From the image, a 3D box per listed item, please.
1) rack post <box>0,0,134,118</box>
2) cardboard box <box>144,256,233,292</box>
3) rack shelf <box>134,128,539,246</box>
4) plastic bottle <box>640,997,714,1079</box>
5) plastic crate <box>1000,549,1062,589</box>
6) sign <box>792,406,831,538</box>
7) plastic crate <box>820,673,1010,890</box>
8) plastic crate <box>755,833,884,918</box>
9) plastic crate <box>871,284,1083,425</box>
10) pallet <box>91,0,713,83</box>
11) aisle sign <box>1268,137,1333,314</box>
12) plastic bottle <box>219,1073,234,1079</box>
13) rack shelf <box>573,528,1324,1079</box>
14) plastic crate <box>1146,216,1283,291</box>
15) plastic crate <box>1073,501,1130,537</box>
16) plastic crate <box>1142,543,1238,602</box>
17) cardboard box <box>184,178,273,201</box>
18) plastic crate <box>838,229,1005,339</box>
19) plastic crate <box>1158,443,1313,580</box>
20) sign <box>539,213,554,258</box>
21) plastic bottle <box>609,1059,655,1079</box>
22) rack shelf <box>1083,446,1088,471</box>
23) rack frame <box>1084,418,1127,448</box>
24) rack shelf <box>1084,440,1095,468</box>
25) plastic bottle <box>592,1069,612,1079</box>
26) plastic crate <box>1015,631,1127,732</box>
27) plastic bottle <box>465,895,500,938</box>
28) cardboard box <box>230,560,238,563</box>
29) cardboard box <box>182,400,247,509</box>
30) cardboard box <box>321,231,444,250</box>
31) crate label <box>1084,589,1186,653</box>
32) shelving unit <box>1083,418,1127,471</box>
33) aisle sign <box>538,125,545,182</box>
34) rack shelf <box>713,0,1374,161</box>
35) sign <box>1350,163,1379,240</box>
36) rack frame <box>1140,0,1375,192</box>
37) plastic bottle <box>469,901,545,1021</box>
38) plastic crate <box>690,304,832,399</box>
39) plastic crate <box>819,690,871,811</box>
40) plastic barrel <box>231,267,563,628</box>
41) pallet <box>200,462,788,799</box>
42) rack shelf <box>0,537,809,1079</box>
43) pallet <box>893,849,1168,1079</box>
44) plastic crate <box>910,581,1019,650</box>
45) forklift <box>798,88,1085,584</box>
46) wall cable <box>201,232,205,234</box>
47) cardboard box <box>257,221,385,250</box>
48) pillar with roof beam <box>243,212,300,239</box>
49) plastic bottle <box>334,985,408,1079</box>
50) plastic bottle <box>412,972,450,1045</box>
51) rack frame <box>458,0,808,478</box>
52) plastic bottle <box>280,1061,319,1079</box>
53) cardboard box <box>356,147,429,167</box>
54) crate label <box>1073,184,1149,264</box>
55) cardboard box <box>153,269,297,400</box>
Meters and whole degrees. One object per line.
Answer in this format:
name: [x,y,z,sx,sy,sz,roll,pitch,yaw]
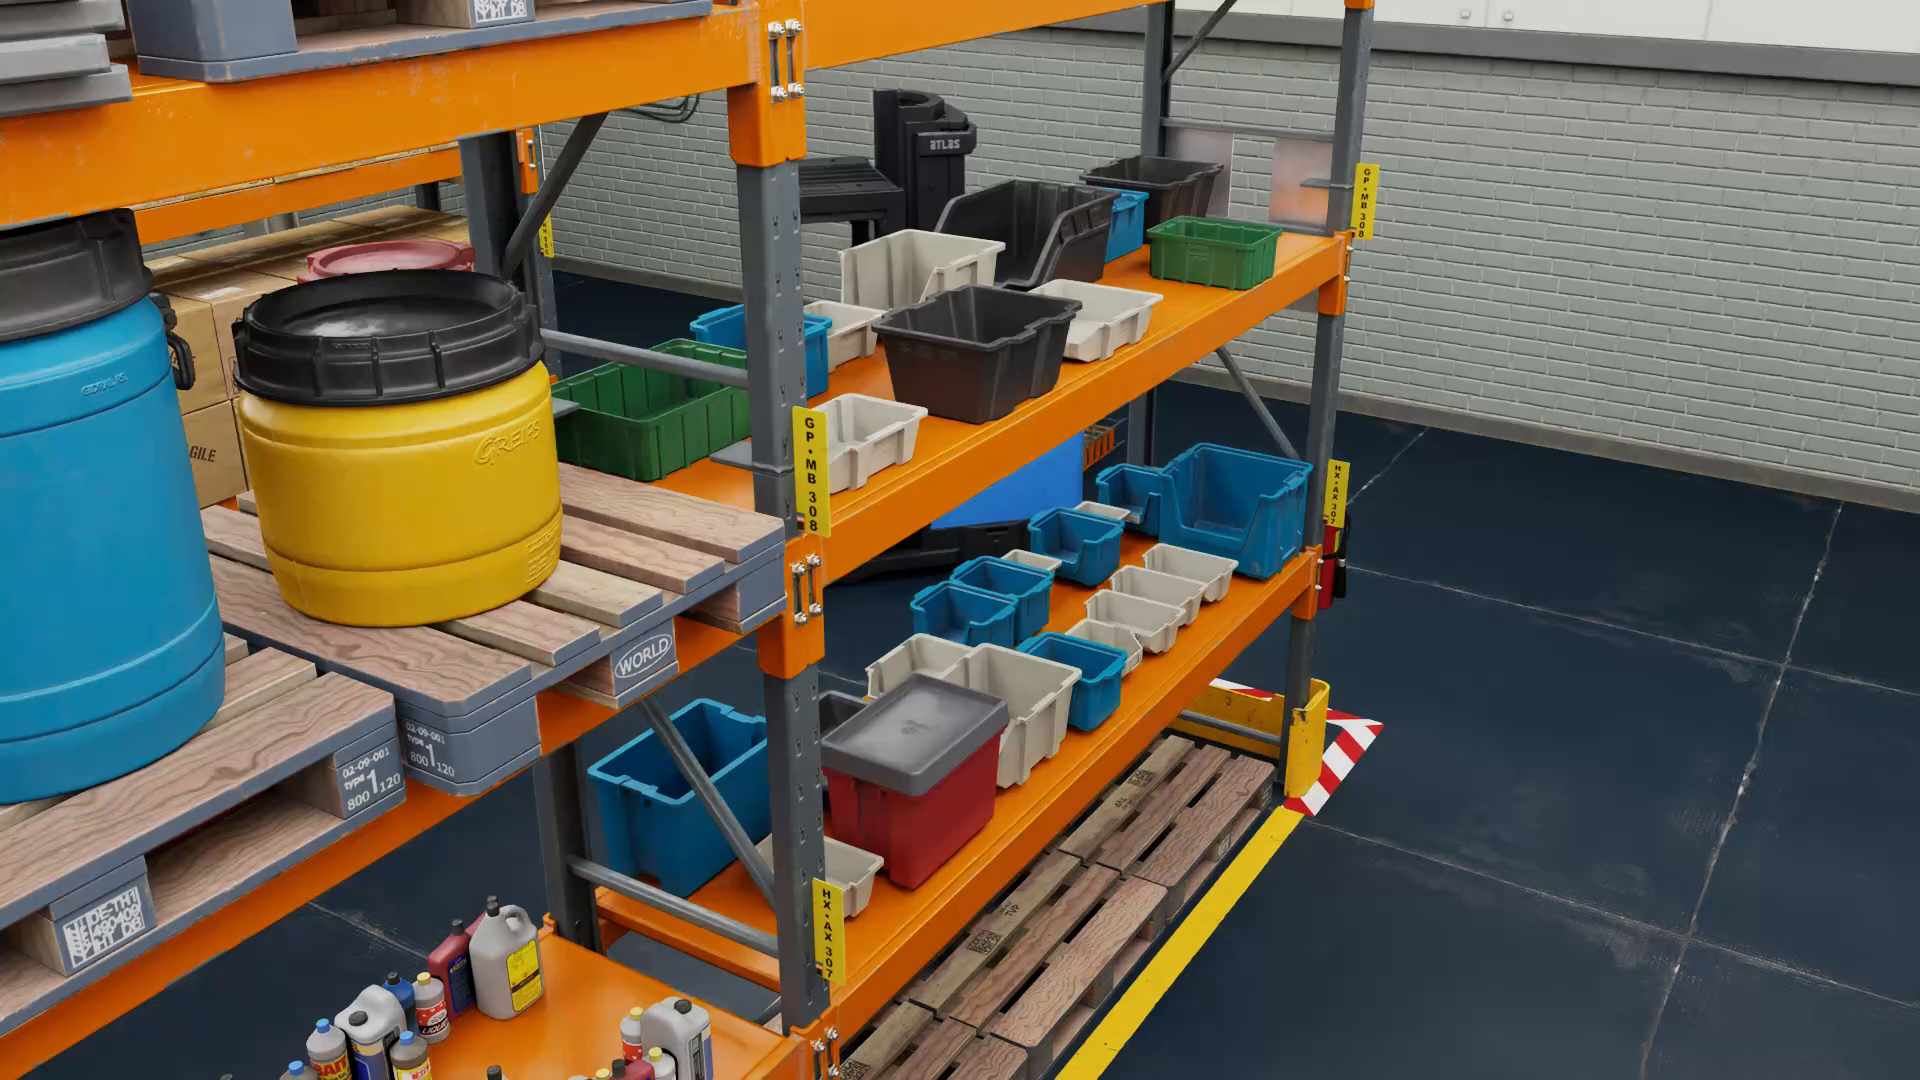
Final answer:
rack post: [-1.789,-0.714,2.202,0.937,0.300,0.954,17,29,34]
cardboard box: [-4.188,-1.183,8.822,0.500,0.500,0.500,14,27,28]
rack shelf: [-3.980,-1.661,8.442,1.077,0.370,4.000,14,27,29]
plastic bottle: [-0.762,1.357,4.496,0.152,0.276,0.135,14,27,29]
plastic crate: [0.274,0.177,7.322,0.250,0.136,0.298,14,27,29]
sign: [-0.363,-0.165,4.069,0.100,0.325,0.005,14,27,29]
plastic crate: [-0.145,0.794,5.485,0.402,0.464,0.583,14,27,29]
plastic crate: [-0.462,1.066,5.269,0.396,0.136,0.243,14,27,29]
plastic crate: [0.059,-0.579,5.200,0.497,0.269,0.590,14,27,29]
pallet: [-1.240,-1.098,3.200,1.003,0.211,1.213,14,27,29]
aisle sign: [1.568,-1.407,7.451,0.394,0.787,0.004,14,27,29]
plastic bottle: [-1.854,1.487,4.186,0.061,0.283,0.133,14,27,29]
rack shelf: [0.226,0.755,6.637,1.077,0.370,4.000,14,27,29]
plastic crate: [1.003,-1.137,6.592,0.450,0.188,0.336,14,27,29]
plastic crate: [0.631,-0.052,7.851,0.250,0.136,0.298,14,27,29]
plastic crate: [1.004,0.156,7.370,0.396,0.136,0.243,14,27,29]
cardboard box: [-3.776,-1.866,8.197,0.500,0.250,0.500,14,27,29]
plastic crate: [-0.151,-0.889,5.902,0.437,0.282,0.530,14,27,29]
plastic crate: [1.263,-0.142,7.683,0.616,0.435,0.499,14,27,29]
sign: [-2.464,-1.843,9.877,0.100,0.325,0.005,14,27,29]
plastic bottle: [-0.846,1.441,4.292,0.061,0.283,0.133,14,27,29]
rack shelf: [0.822,-0.626,12.447,0.258,0.180,0.103,13,26,27]
rack frame: [0.903,-0.766,12.543,0.240,0.006,1.200,13,26,27]
rack shelf: [0.881,-0.667,12.543,0.258,0.180,0.103,13,26,27]
plastic bottle: [-0.922,1.469,4.332,0.097,0.201,0.097,0,23,0]
plastic crate: [0.415,0.546,6.349,0.416,0.233,0.300,14,27,29]
plastic bottle: [-1.385,1.187,4.878,0.061,0.283,0.133,14,27,29]
cardboard box: [-4.049,0.369,9.211,0.797,0.503,0.637,14,27,29]
cardboard box: [-4.002,-0.443,8.371,0.500,0.500,0.500,14,27,29]
cardboard box: [-3.192,-1.416,9.361,0.500,0.500,0.500,15,27,30]
crate label: [0.713,0.350,6.922,0.396,0.136,0.243,14,27,29]
shelving unit: [0.903,-0.682,12.579,0.258,0.189,1.200,13,26,27]
aisle sign: [-2.629,-2.442,9.842,0.394,0.787,0.004,14,27,29]
rack shelf: [0.226,-1.815,5.524,1.077,0.370,4.000,14,27,29]
sign: [1.757,-1.469,7.224,0.100,0.325,0.005,14,27,29]
rack frame: [1.281,-3.004,6.861,1.000,3.000,0.127,14,27,29]
plastic bottle: [-1.312,1.187,4.795,0.144,0.351,0.185,14,27,29]
plastic crate: [-0.620,-0.574,5.236,0.416,0.233,0.300,14,27,29]
plastic crate: [-0.467,0.764,5.980,0.437,0.125,0.590,14,27,29]
plastic barrel: [-1.138,-0.206,3.408,0.600,0.588,0.600,0,23,0]
pallet: [-1.160,0.095,3.718,1.213,0.211,1.003,14,27,29]
rack shelf: [-1.884,0.728,2.922,1.077,0.370,4.000,14,27,29]
pallet: [0.168,1.709,7.036,1.003,0.211,1.213,14,27,29]
plastic crate: [0.018,0.359,6.781,0.416,0.233,0.300,14,27,29]
forklift: [-0.759,-1.277,10.511,3.031,2.935,1.130,-6,24,-14]
wall cable: [-7.264,-3.423,14.103,0.084,1.984,1.851,14,27,29]
cardboard box: [-3.653,-1.522,9.606,0.500,0.500,0.500,14,27,29]
pillar with roof beam: [-2.789,-5.270,12.097,9.100,9.000,0.400,14,27,29]
plastic bottle: [-1.590,1.356,4.498,0.152,0.276,0.135,14,27,29]
plastic bottle: [-1.501,1.313,4.692,0.097,0.201,0.097,0,23,0]
rack frame: [-0.829,-1.654,3.743,1.000,3.000,0.127,14,27,29]
plastic bottle: [-1.726,1.457,4.359,0.097,0.201,0.097,0,23,0]
cardboard box: [-3.245,-2.203,8.975,0.500,0.250,0.500,14,27,29]
crate label: [0.520,-1.315,6.924,0.408,0.251,0.502,14,27,29]
cardboard box: [-3.733,-1.067,8.554,0.500,0.500,0.500,15,27,31]
